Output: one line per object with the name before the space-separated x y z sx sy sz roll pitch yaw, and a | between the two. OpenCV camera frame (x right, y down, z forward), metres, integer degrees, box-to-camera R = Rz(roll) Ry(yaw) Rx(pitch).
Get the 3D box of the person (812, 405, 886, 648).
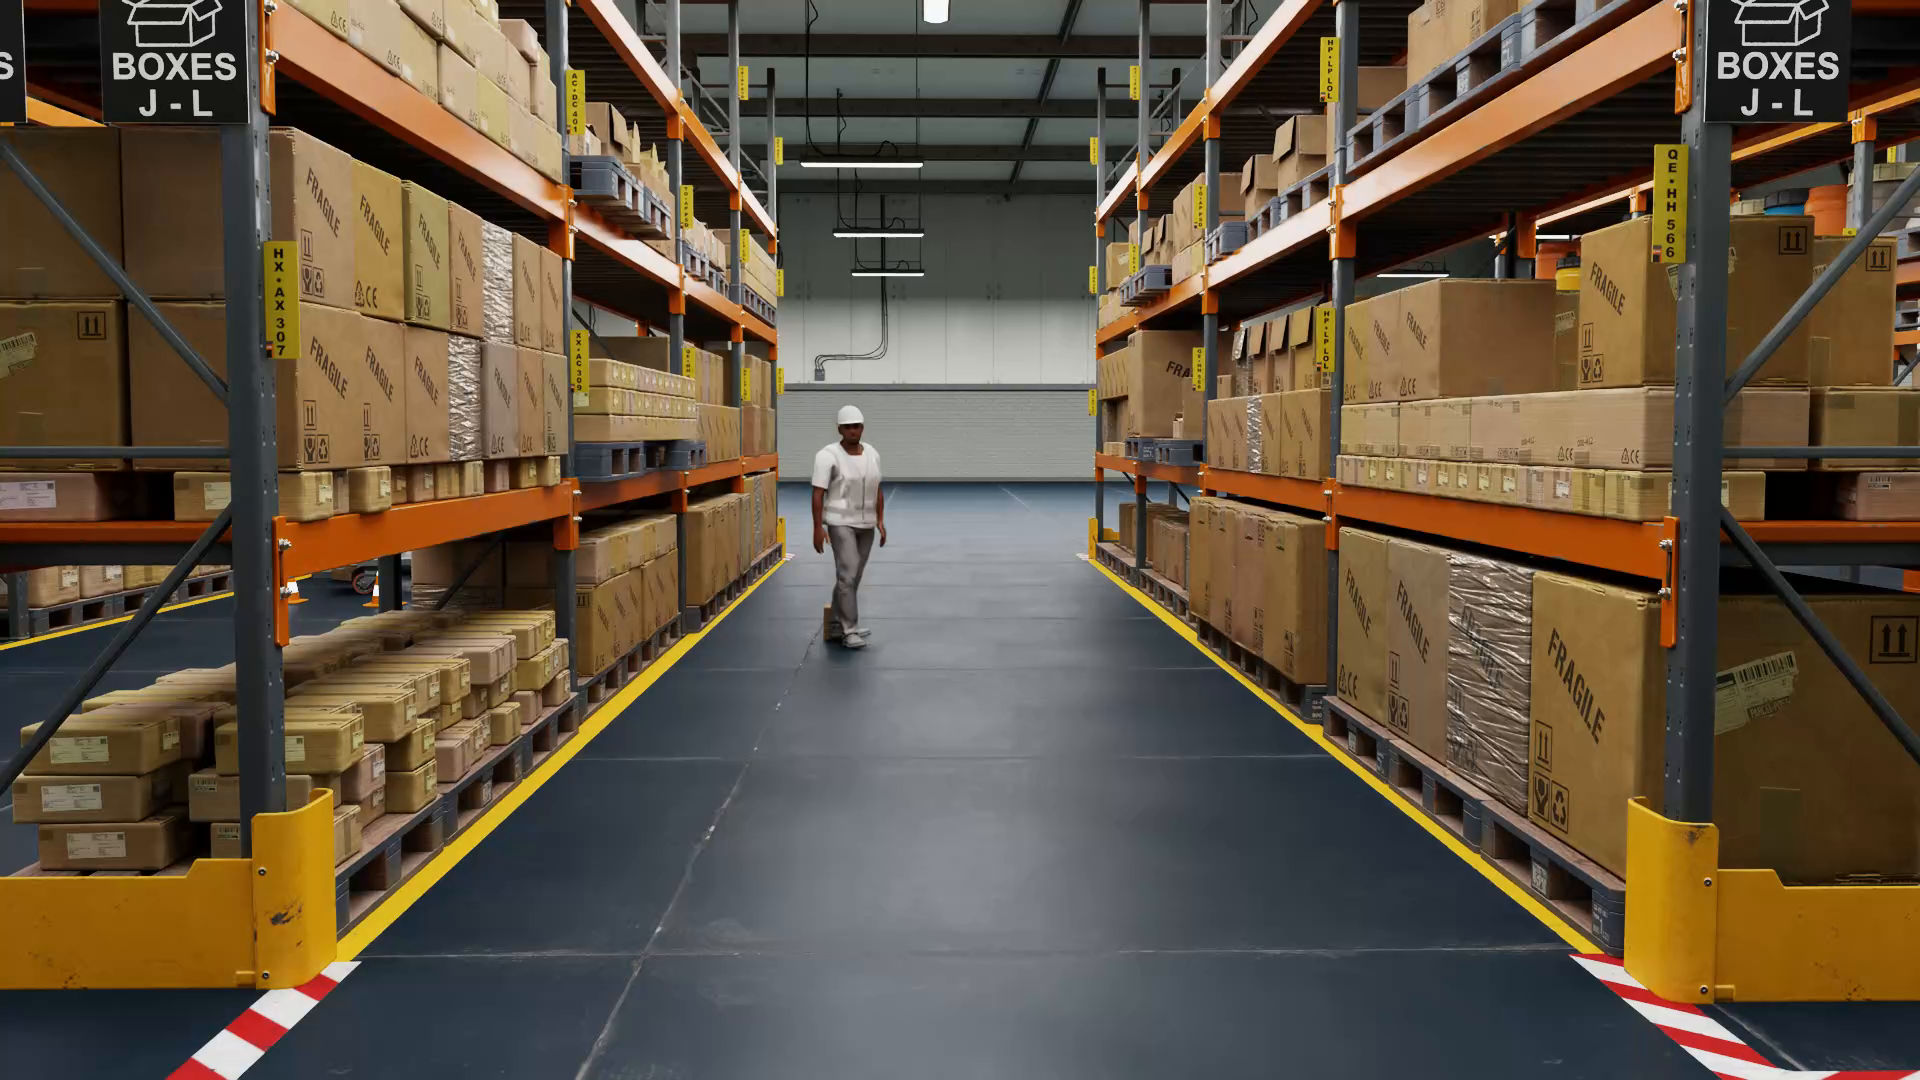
person | -0.813 -0.101 12.182 0.595 1.762 0.610 -3 5 -43
